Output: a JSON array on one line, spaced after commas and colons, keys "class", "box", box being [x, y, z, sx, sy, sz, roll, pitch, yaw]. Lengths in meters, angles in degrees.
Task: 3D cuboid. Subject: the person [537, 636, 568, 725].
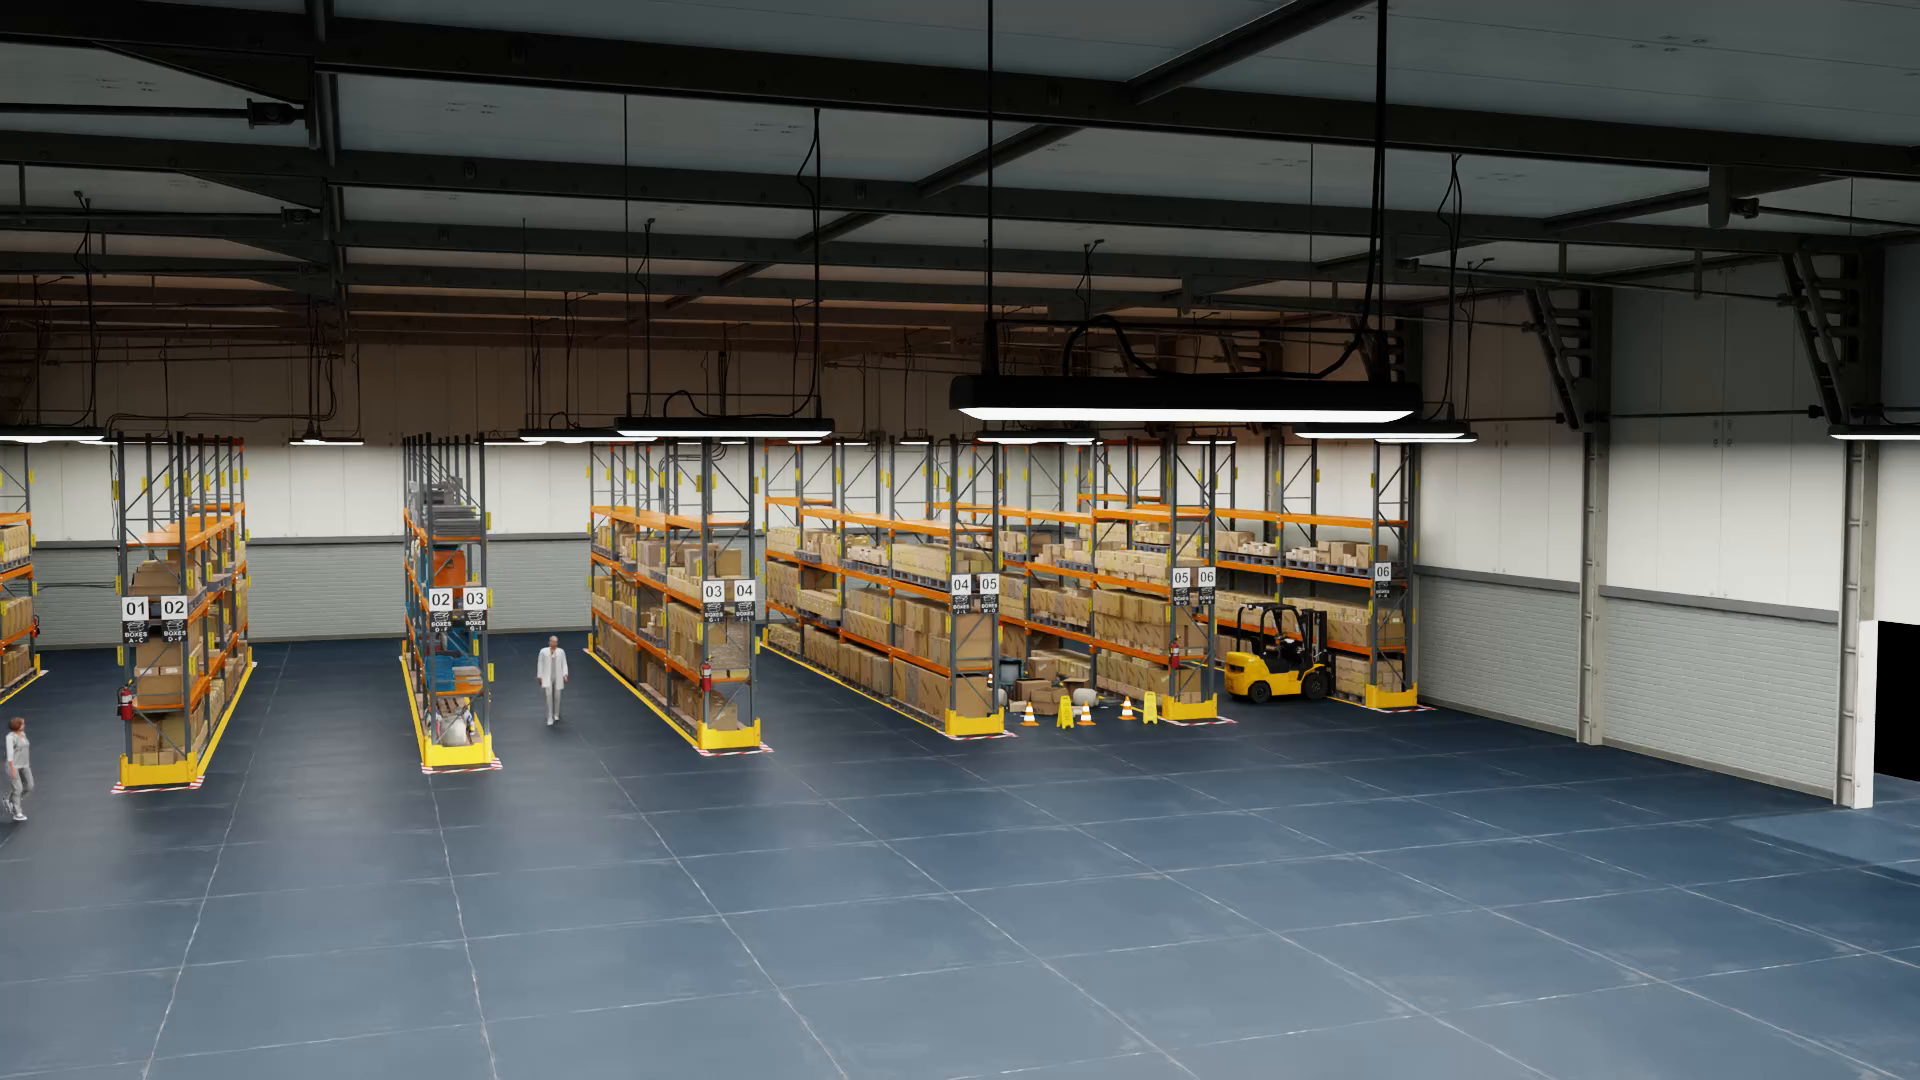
[{"class": "person", "box": [-8.484, 2.983, 34.735, 0.607, 1.704, 0.739, -2, 3, -25]}]

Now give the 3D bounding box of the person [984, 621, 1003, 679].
[{"class": "person", "box": [0.821, 2.625, 40.902, 0.577, 1.777, 0.609, -2, 4, -31]}]

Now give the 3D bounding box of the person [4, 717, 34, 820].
[{"class": "person", "box": [-14.518, 3.493, 25.521, 0.509, 1.587, 0.398, 1, 3, 20]}]
